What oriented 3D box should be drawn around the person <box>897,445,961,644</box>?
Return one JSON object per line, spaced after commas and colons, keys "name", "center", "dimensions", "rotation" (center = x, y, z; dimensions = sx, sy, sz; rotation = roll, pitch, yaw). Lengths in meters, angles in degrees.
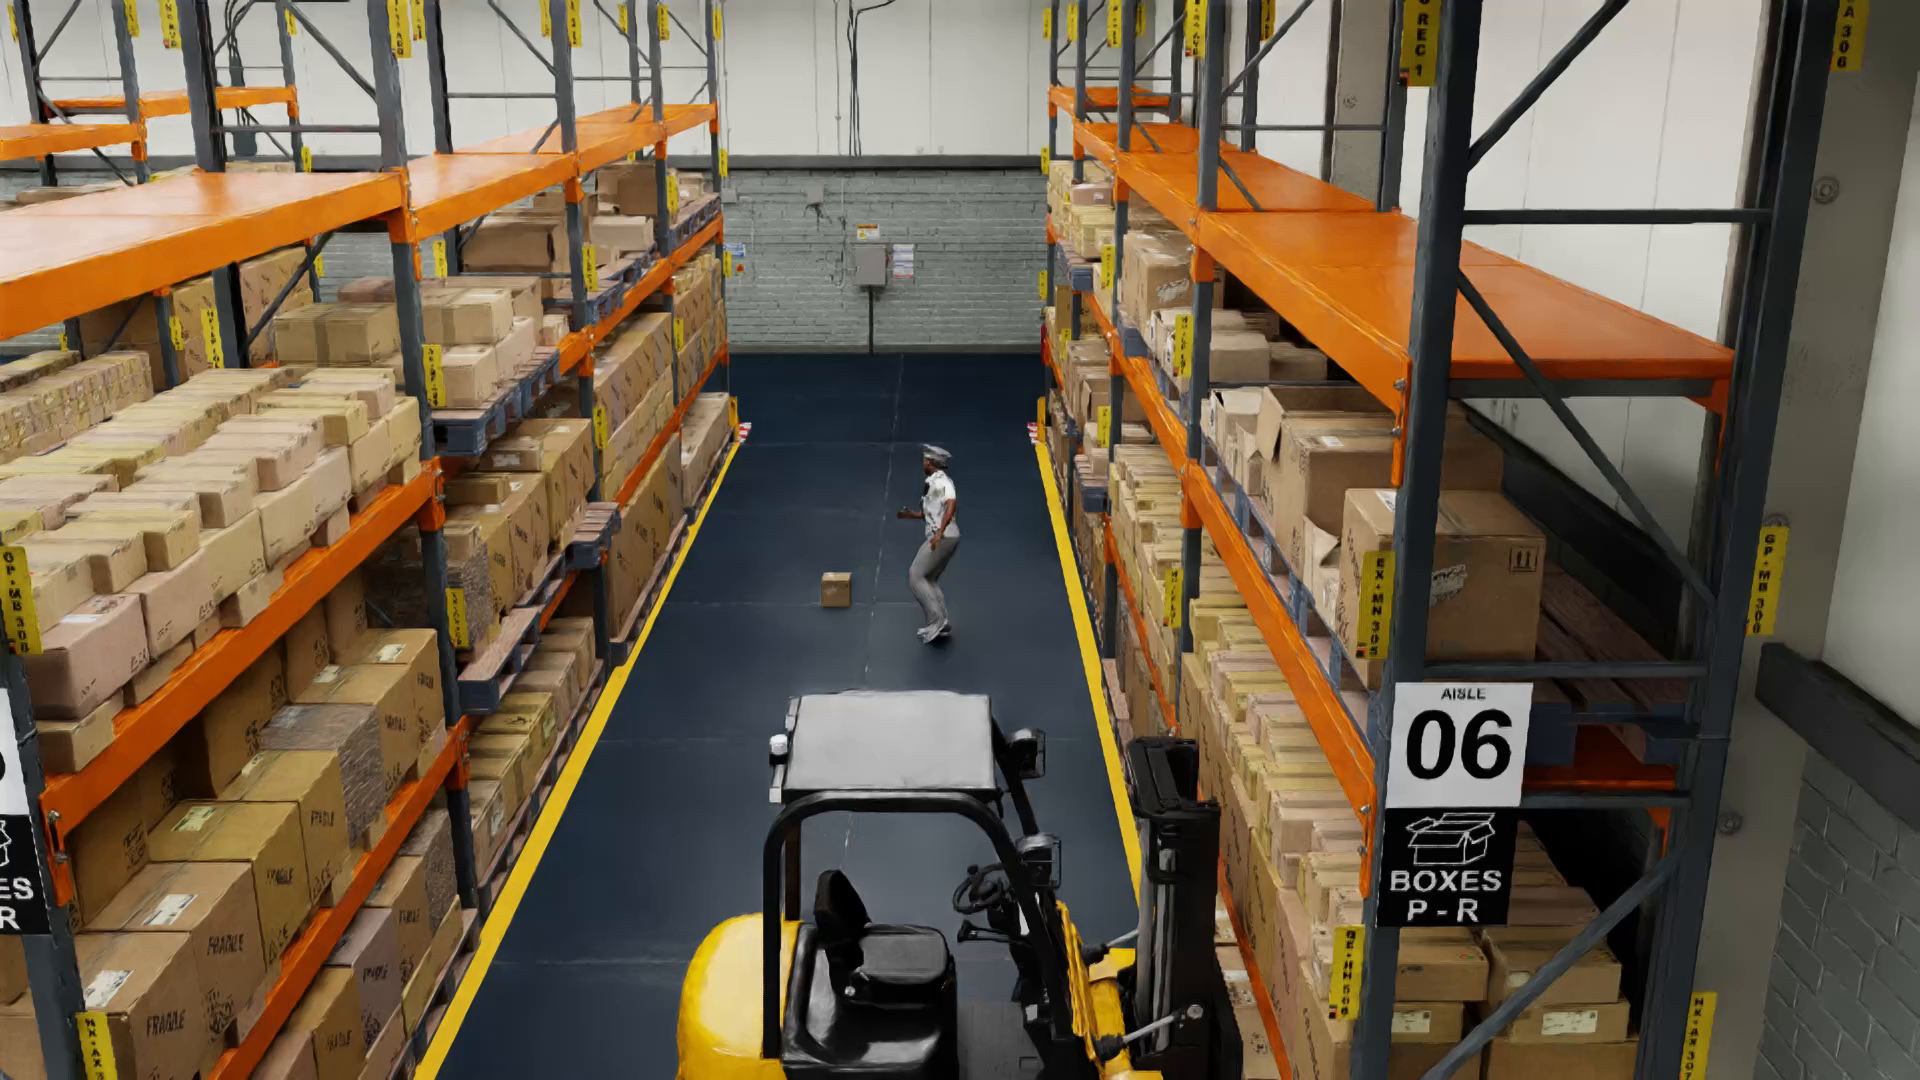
{"name": "person", "center": [-0.265, 0.023, 14.179], "dimensions": [0.544, 1.542, 0.864], "rotation": [0, 17, 1]}
